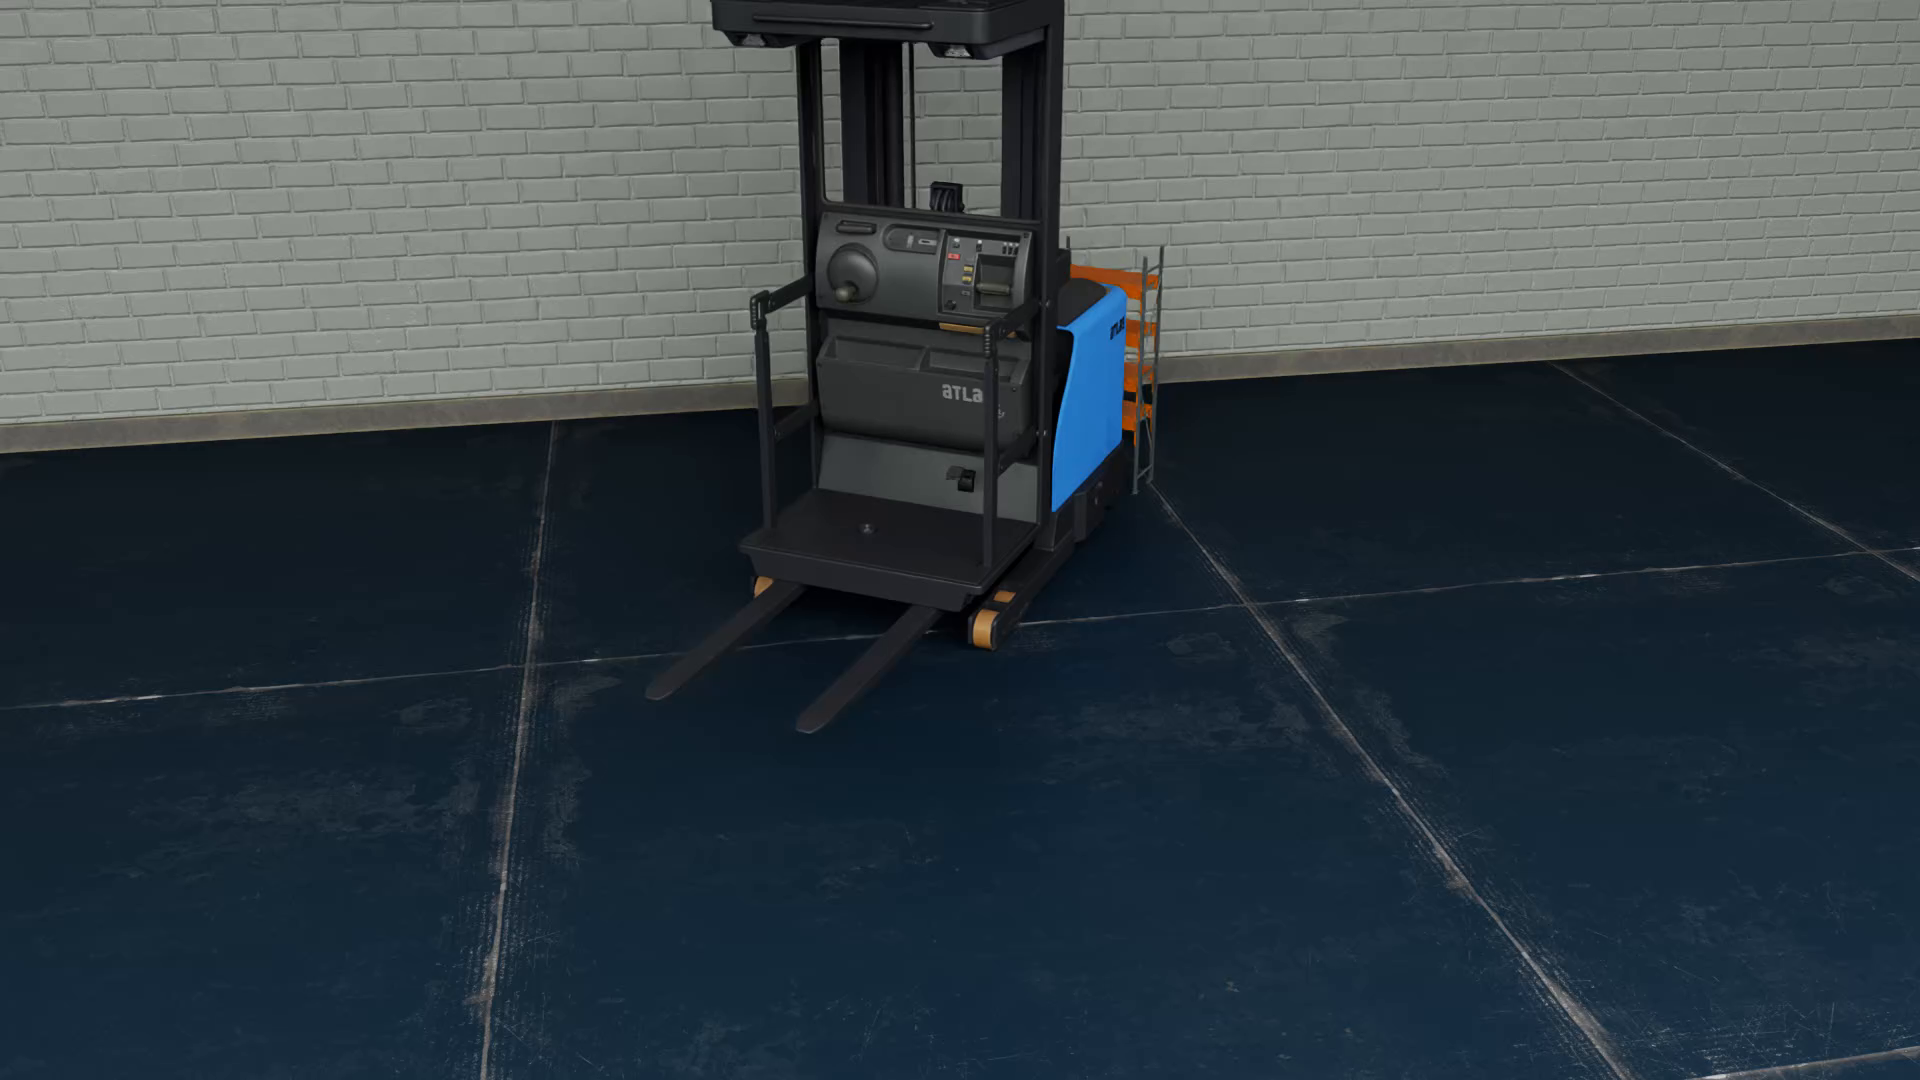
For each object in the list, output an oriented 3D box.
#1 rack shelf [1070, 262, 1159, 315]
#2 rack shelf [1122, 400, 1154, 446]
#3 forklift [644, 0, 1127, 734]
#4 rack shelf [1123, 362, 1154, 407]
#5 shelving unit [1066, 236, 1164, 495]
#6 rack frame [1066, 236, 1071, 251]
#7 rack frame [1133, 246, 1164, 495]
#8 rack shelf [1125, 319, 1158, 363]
[{"bbox_3d":[0.701,-1.220,8.062,0.480,0.148,0.258,12,26,25],"label":"rack shelf"},{"bbox_3d":[0.702,-0.616,8.325,0.480,0.148,0.258,12,26,25],"label":"rack shelf"},{"bbox_3d":[-0.235,-1.090,6.583,1.130,2.935,3.031,9,25,21],"label":"forklift"},{"bbox_3d":[0.702,-0.798,8.246,0.480,0.148,0.258,12,26,25],"label":"rack shelf"},{"bbox_3d":[0.702,-0.860,8.219,0.503,1.200,0.258,12,26,25],"label":"shelving unit"},{"bbox_3d":[0.484,-0.904,8.321,0.015,1.200,0.240,12,26,25],"label":"rack frame"},{"bbox_3d":[0.919,-0.816,8.117,0.015,1.200,0.240,12,26,25],"label":"rack frame"},{"bbox_3d":[0.702,-1.003,8.157,0.480,0.148,0.258,12,26,25],"label":"rack shelf"}]
